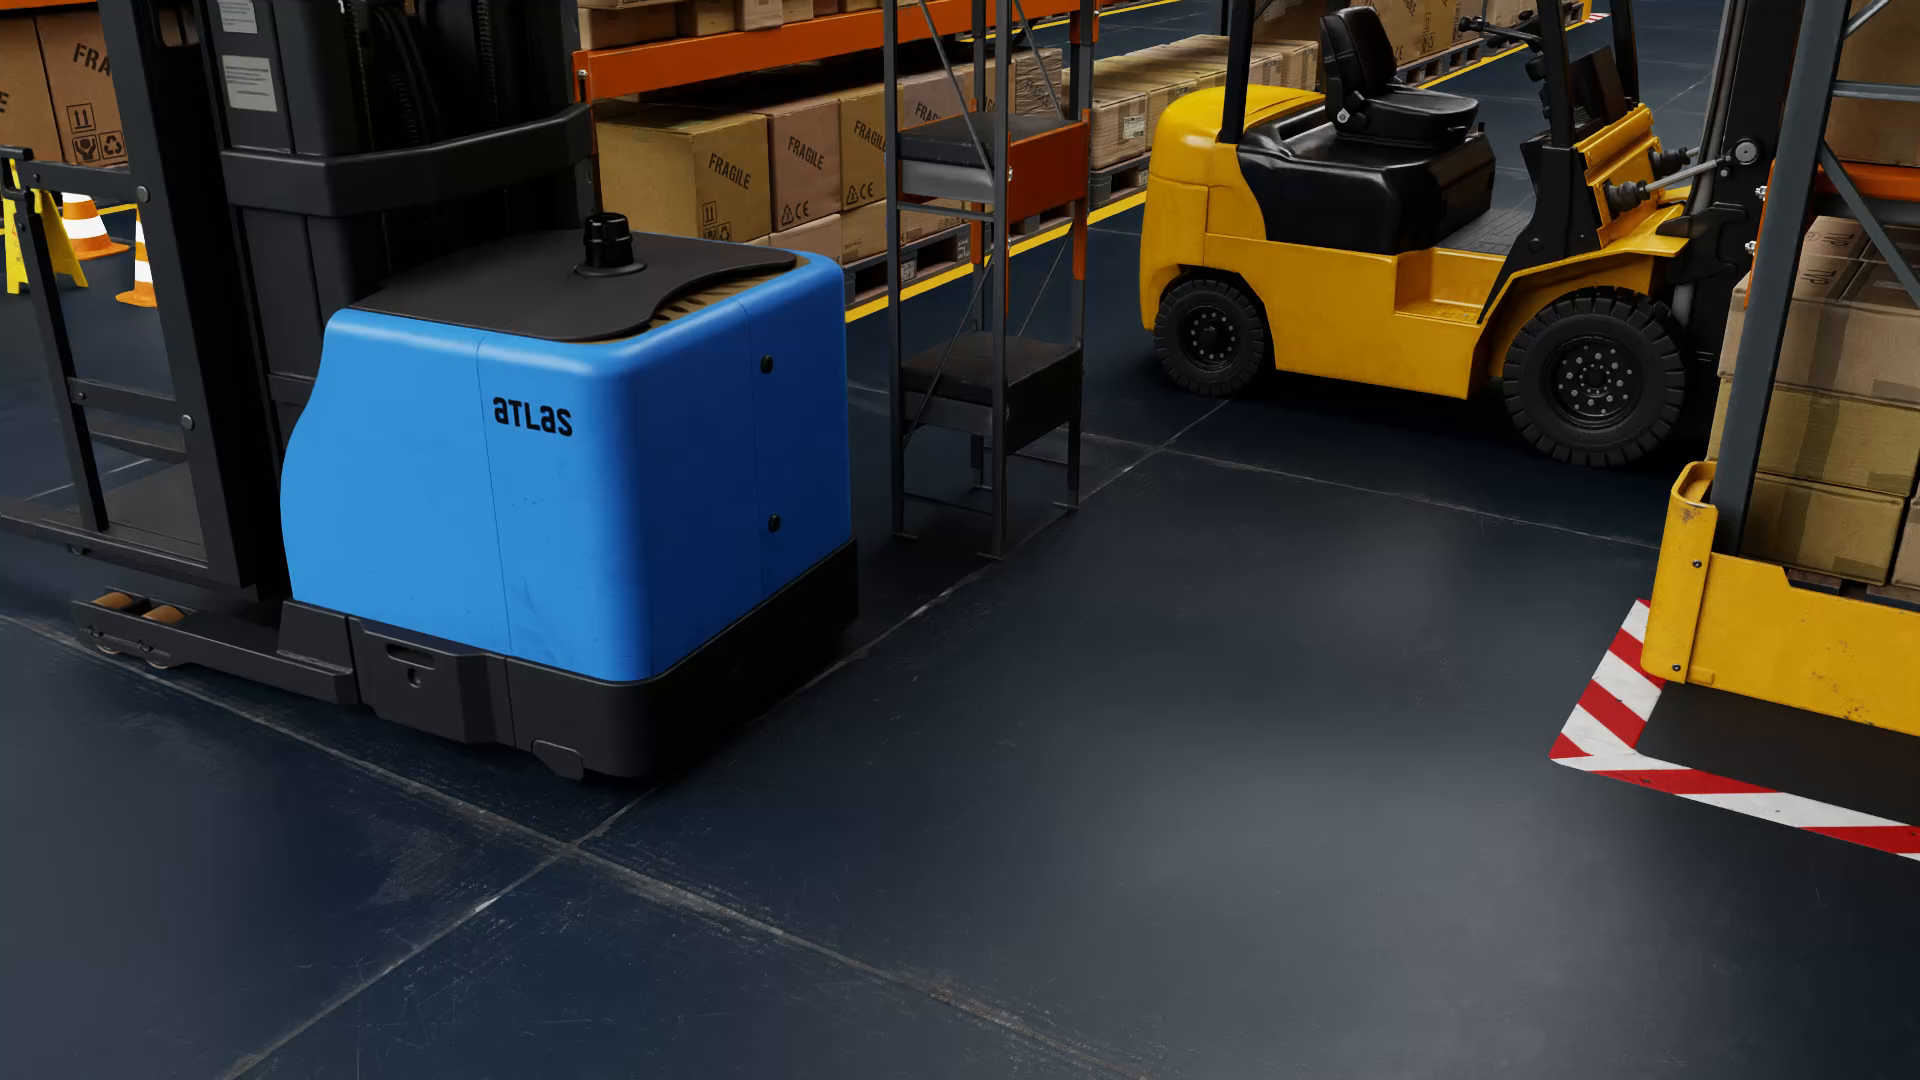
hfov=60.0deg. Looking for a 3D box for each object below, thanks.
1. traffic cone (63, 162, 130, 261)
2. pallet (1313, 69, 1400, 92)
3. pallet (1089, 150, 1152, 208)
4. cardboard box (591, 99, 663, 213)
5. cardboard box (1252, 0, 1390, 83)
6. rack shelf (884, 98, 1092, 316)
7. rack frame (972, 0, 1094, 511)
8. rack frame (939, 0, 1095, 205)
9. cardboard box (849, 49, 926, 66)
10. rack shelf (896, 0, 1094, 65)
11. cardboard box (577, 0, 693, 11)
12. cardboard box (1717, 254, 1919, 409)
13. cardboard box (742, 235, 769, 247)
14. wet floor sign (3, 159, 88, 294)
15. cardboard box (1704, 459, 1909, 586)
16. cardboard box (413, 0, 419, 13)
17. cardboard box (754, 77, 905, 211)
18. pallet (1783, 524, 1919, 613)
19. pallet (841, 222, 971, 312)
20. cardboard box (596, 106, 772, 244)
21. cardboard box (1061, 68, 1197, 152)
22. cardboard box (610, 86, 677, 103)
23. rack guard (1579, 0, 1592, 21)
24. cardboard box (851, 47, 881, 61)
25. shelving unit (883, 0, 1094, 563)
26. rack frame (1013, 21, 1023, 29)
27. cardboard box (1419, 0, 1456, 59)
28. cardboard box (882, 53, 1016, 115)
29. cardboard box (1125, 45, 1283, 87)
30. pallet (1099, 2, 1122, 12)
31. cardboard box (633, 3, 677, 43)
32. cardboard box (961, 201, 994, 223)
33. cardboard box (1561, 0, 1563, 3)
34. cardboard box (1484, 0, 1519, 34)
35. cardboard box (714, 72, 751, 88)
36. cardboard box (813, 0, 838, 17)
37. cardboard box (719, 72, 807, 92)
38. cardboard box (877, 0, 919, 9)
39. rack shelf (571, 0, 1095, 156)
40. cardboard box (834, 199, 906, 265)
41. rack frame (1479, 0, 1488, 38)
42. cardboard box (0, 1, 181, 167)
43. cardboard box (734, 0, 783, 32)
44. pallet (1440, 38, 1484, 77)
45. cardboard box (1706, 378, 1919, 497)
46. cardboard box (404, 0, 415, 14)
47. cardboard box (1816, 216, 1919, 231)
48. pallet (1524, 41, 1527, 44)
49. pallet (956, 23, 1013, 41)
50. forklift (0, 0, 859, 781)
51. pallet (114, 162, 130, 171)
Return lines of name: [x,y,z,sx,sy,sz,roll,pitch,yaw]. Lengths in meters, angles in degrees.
traffic cone: [-4.589,-1.728,8.659,0.336,0.463,0.334,14,27,29]
pallet: [2.883,-3.678,13.481,1.003,0.211,1.213,14,27,29]
pallet: [0.703,-2.341,10.392,1.003,0.211,1.213,14,27,29]
cardboard box: [-1.615,-1.607,7.176,0.500,0.500,0.500,14,27,29]
cardboard box: [2.838,-4.141,13.185,0.875,0.875,0.875,14,27,28]
rack shelf: [0.087,-1.007,4.967,0.431,0.518,0.480,14,27,29]
rack frame: [0.216,-1.102,5.152,0.400,2.100,0.015,14,27,29]
rack frame: [0.293,-3.357,9.230,1.000,3.000,0.127,14,27,29]
cardboard box: [-0.520,-2.307,8.791,0.500,0.500,0.500,15,28,31]
rack shelf: [0.087,-1.649,4.689,0.431,0.518,0.480,14,27,29]
cardboard box: [-1.331,-2.292,6.267,0.500,0.500,0.500,13,27,28]
cardboard box: [2.380,-0.579,4.486,0.500,0.250,0.500,15,28,31]
cardboard box: [-1.156,-1.153,7.069,0.500,0.250,0.500,14,27,29]
wet floor sign: [-4.408,-1.505,7.915,0.267,0.644,0.232,9,25,20]
cardboard box: [2.382,-0.124,4.694,0.500,0.250,0.500,14,27,29]
cardboard box: [-3.714,-3.749,12.438,1.050,0.750,0.750,14,27,29]
cardboard box: [-0.600,-1.850,7.736,0.500,0.500,0.500,14,27,30]
pallet: [2.770,0.044,4.882,1.003,0.211,1.213,14,27,29]
pallet: [-0.673,-1.430,8.288,1.003,0.211,1.213,14,27,29]
cardboard box: [-1.144,-1.505,6.939,0.500,0.500,0.500,13,27,27]
cardboard box: [0.944,-2.765,10.641,0.950,0.372,0.625,16,28,32]
cardboard box: [-1.479,-2.043,7.366,0.380,0.149,0.250,15,27,30]
rack guard: [6.636,-6.269,19.101,1.175,0.500,0.348,14,27,29]
cardboard box: [-0.634,-2.584,8.616,0.380,0.149,0.250,15,28,31]
shelving unit: [0.087,-1.019,4.962,0.431,2.100,0.503,14,27,29]
rack frame: [0.255,-7.061,17.784,1.000,3.000,0.127,14,27,29]
cardboard box: [3.784,-4.743,14.576,0.875,0.875,0.875,15,27,30]
cardboard box: [-0.057,-2.205,8.555,0.500,0.500,0.500,14,27,30]
cardboard box: [1.715,-3.255,11.772,0.950,0.372,0.625,13,27,28]
pallet: [1.222,-6.429,19.834,1.003,0.211,1.213,14,27,29]
cardboard box: [-1.340,-2.052,6.530,0.380,0.149,0.250,14,27,30]
cardboard box: [-0.062,-1.851,8.682,0.500,0.250,0.500,13,27,28]
cardboard box: [5.885,-5.870,17.731,0.875,0.438,0.875,15,27,30]
cardboard box: [4.936,-5.264,16.330,0.875,0.438,0.875,13,27,28]
cardboard box: [-1.203,-2.216,7.765,0.380,0.149,0.250,15,28,31]
cardboard box: [-0.762,-2.396,7.326,0.380,0.149,0.250,15,28,31]
cardboard box: [-1.071,-1.953,7.975,0.500,0.500,0.500,13,27,28]
cardboard box: [-0.416,-2.552,7.685,0.380,0.149,0.250,14,27,29]
rack shelf: [-0.762,-2.352,7.814,1.077,0.370,4.000,14,27,29]
cardboard box: [-0.603,-1.510,7.895,0.500,0.250,0.500,16,28,32]
rack frame: [4.513,-6.058,15.467,1.000,3.000,0.127,14,27,29]
cardboard box: [-5.311,-2.768,10.015,0.875,0.875,0.875,13,27,28]
cardboard box: [-0.959,-2.200,6.873,0.380,0.149,0.250,14,27,30]
pallet: [4.170,-4.502,15.383,1.003,0.211,1.213,14,27,29]
cardboard box: [2.394,-0.359,4.606,0.500,0.250,0.500,13,27,28]
cardboard box: [-4.356,-3.381,11.430,0.875,0.875,0.875,14,27,30]
cardboard box: [2.902,-0.925,5.285,0.500,0.250,0.500,14,27,30]
pallet: [5.624,-5.431,17.531,1.003,0.211,1.213,14,27,29]
pallet: [-0.155,-5.518,17.731,1.003,0.211,1.213,14,27,29]
forklift: [-1.832,-1.174,4.272,3.031,2.935,1.130,11,26,24]
pallet: [-5.075,-2.427,10.591,1.003,0.211,1.213,14,27,29]
